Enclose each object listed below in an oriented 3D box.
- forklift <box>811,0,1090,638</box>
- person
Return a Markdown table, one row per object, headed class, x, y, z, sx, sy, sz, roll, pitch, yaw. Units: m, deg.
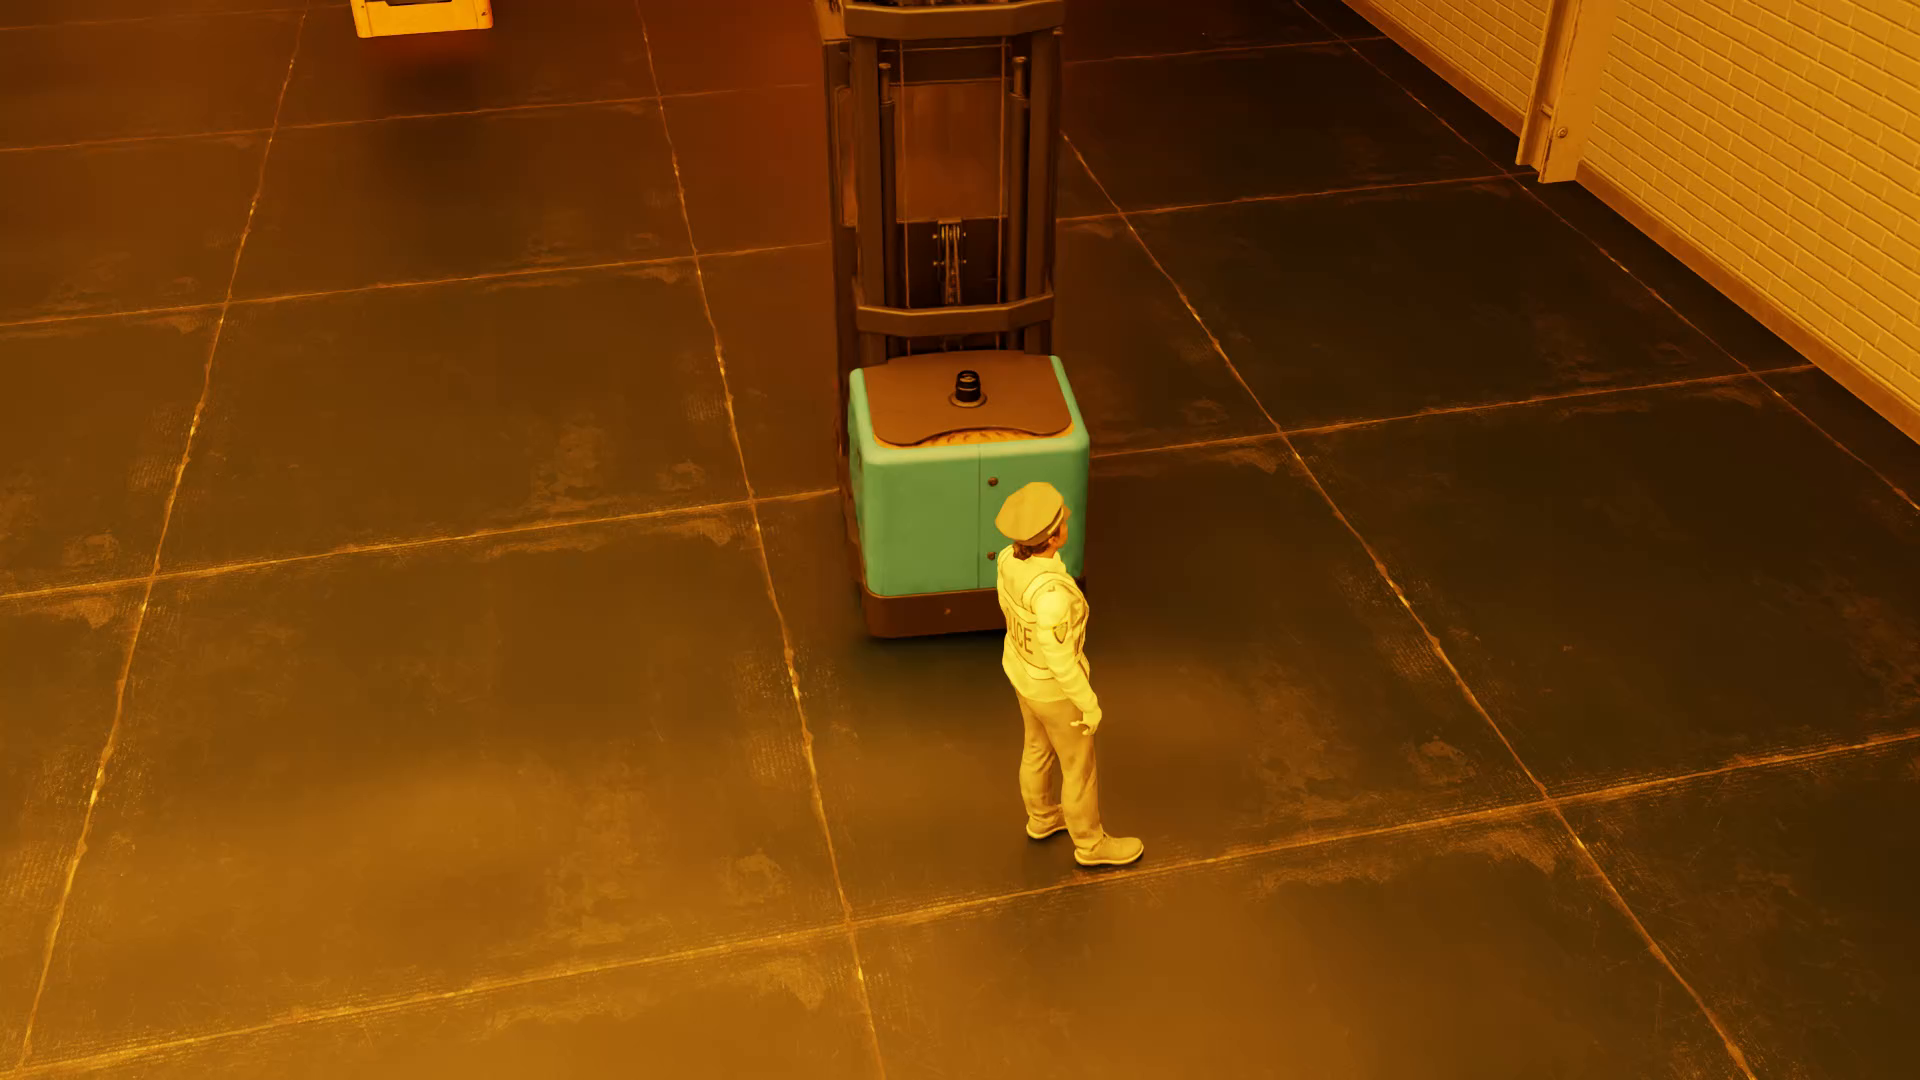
| class | x | y | z | sx | sy | sz | roll | pitch | yaw |
| --- | --- | --- | --- | --- | --- | --- | --- | --- | --- |
| forklift | -0.115 | -1.580 | 8.246 | 1.130 | 2.935 | 3.031 | -5 | 36 | -6 |
| person | 0.404 | 0.509 | 6.389 | 0.532 | 1.695 | 0.588 | -14 | 38 | -19 |
